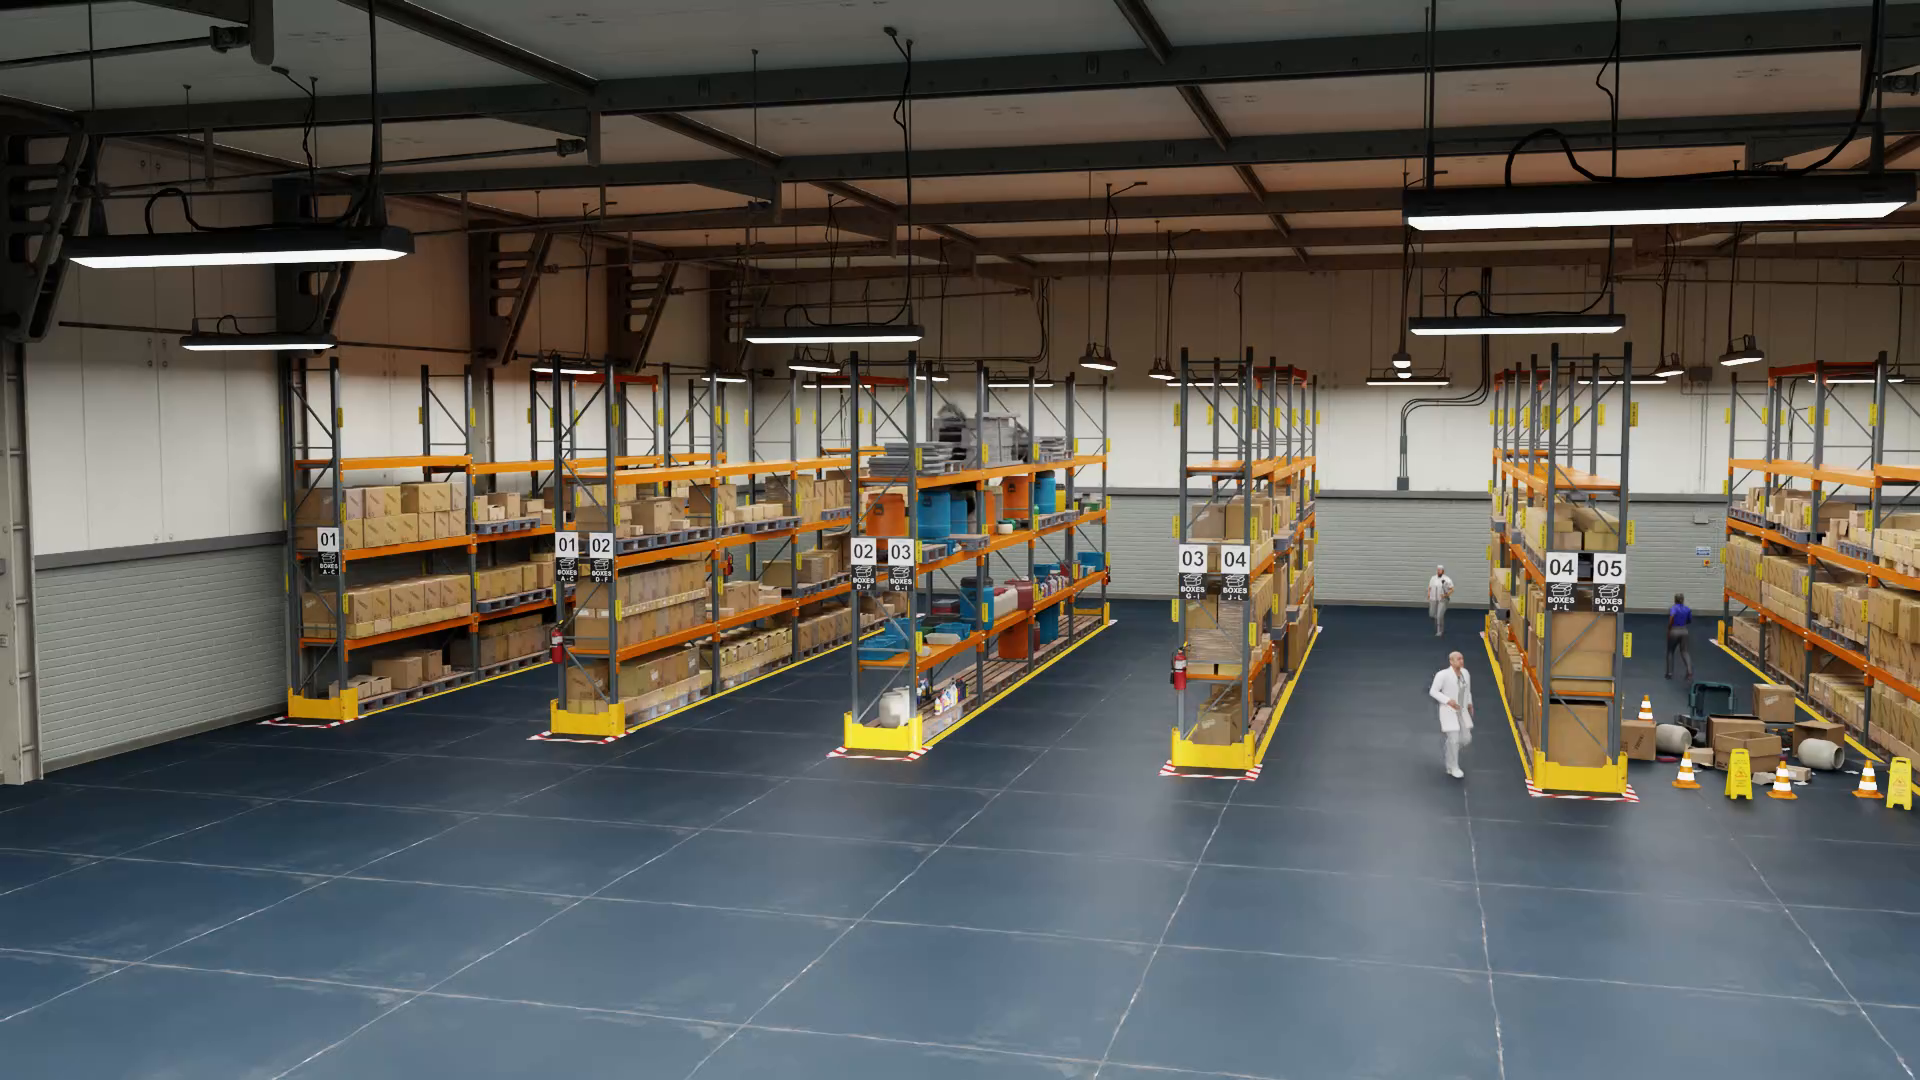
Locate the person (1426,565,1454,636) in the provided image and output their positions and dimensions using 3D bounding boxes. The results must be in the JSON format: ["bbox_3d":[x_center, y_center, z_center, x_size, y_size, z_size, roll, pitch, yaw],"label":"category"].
[{"bbox_3d":[11.074,1.392,38.348,0.618,1.633,0.558,3,5,37],"label":"person"}]

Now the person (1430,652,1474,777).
[{"bbox_3d":[6.913,2.432,23.250,0.702,1.749,0.619,-1,4,-19],"label":"person"}]

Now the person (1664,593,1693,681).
[{"bbox_3d":[13.631,1.842,31.514,0.557,1.681,0.901,0,4,0],"label":"person"}]
